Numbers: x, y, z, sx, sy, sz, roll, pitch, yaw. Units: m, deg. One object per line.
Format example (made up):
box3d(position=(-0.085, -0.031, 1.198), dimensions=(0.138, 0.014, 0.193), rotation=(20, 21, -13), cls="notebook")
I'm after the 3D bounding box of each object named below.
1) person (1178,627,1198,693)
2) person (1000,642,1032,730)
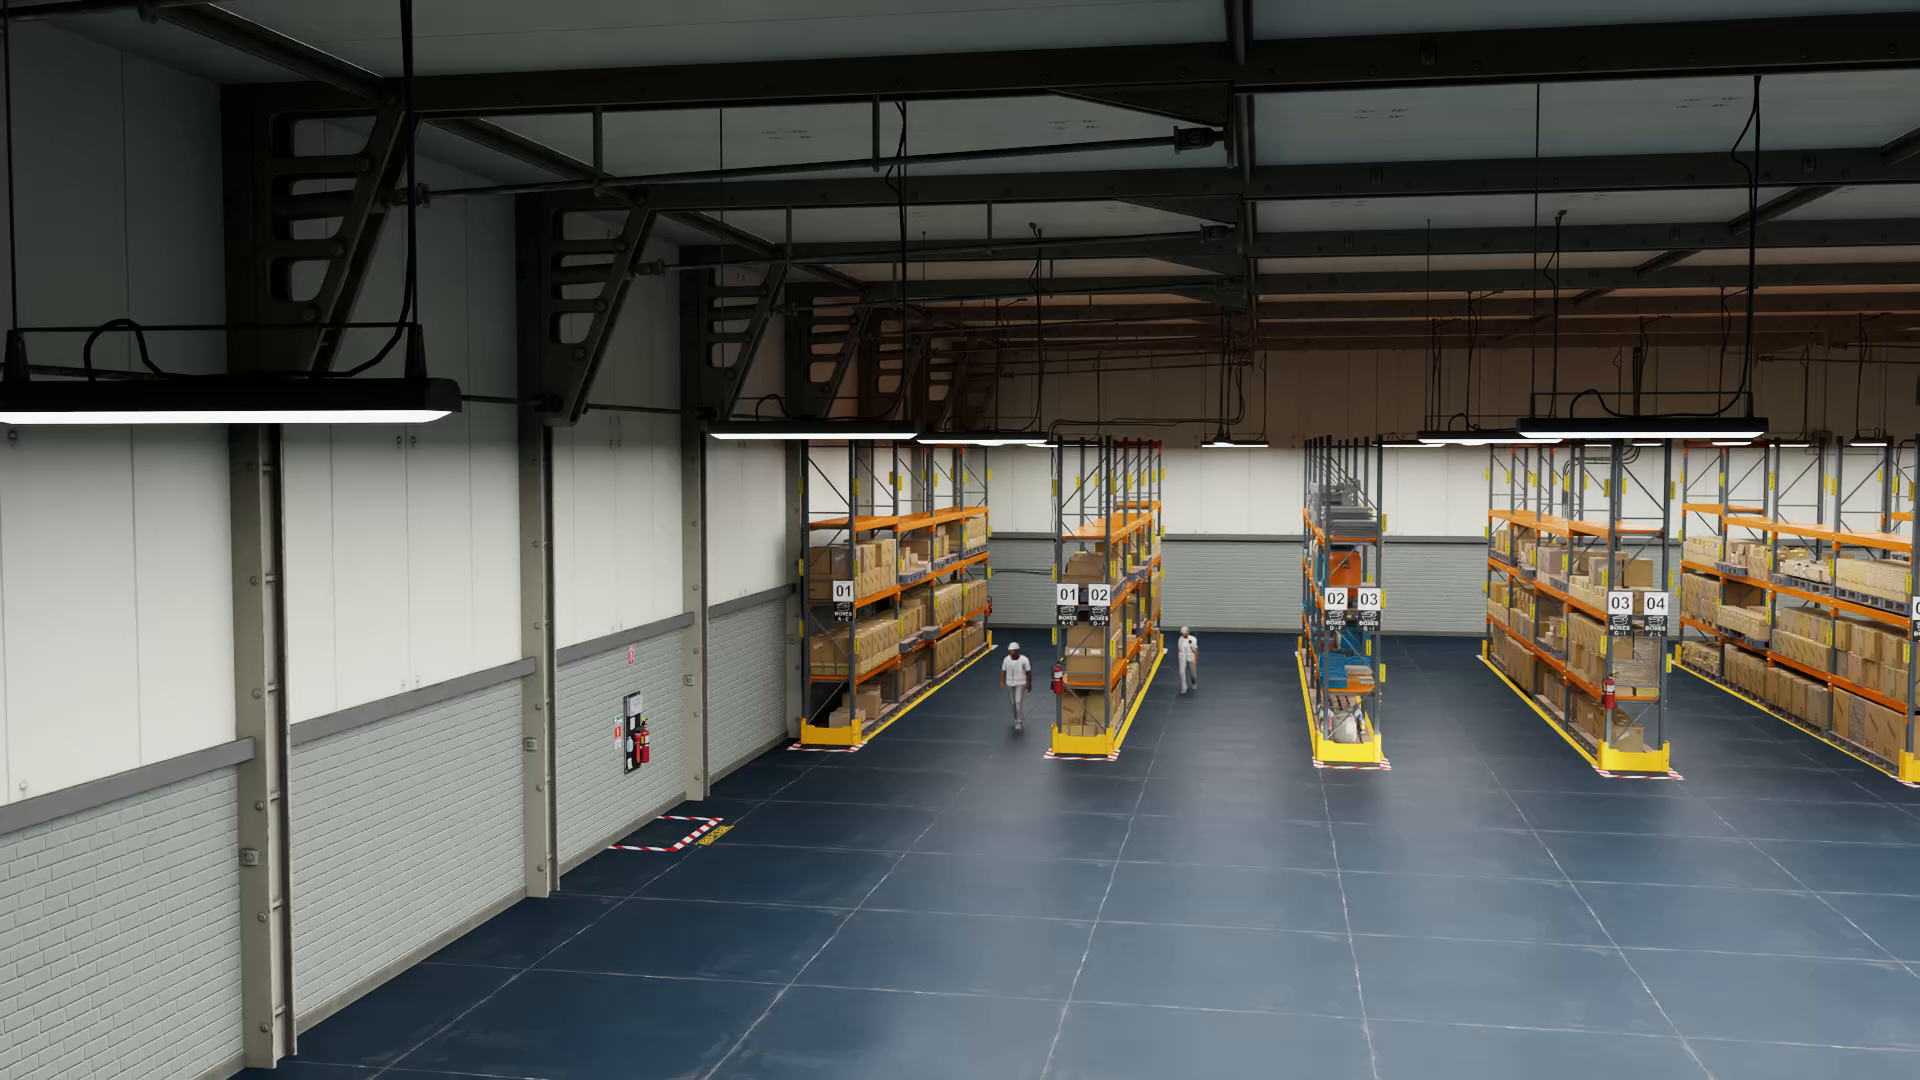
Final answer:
box3d(position=(5.388, 2.811, 39.370), dimensions=(0.469, 1.540, 0.965), rotation=(1, 3, 16), cls="person")
box3d(position=(1.097, 2.993, 34.153), dimensions=(0.617, 1.755, 0.795), rotation=(2, 3, 27), cls="person")
